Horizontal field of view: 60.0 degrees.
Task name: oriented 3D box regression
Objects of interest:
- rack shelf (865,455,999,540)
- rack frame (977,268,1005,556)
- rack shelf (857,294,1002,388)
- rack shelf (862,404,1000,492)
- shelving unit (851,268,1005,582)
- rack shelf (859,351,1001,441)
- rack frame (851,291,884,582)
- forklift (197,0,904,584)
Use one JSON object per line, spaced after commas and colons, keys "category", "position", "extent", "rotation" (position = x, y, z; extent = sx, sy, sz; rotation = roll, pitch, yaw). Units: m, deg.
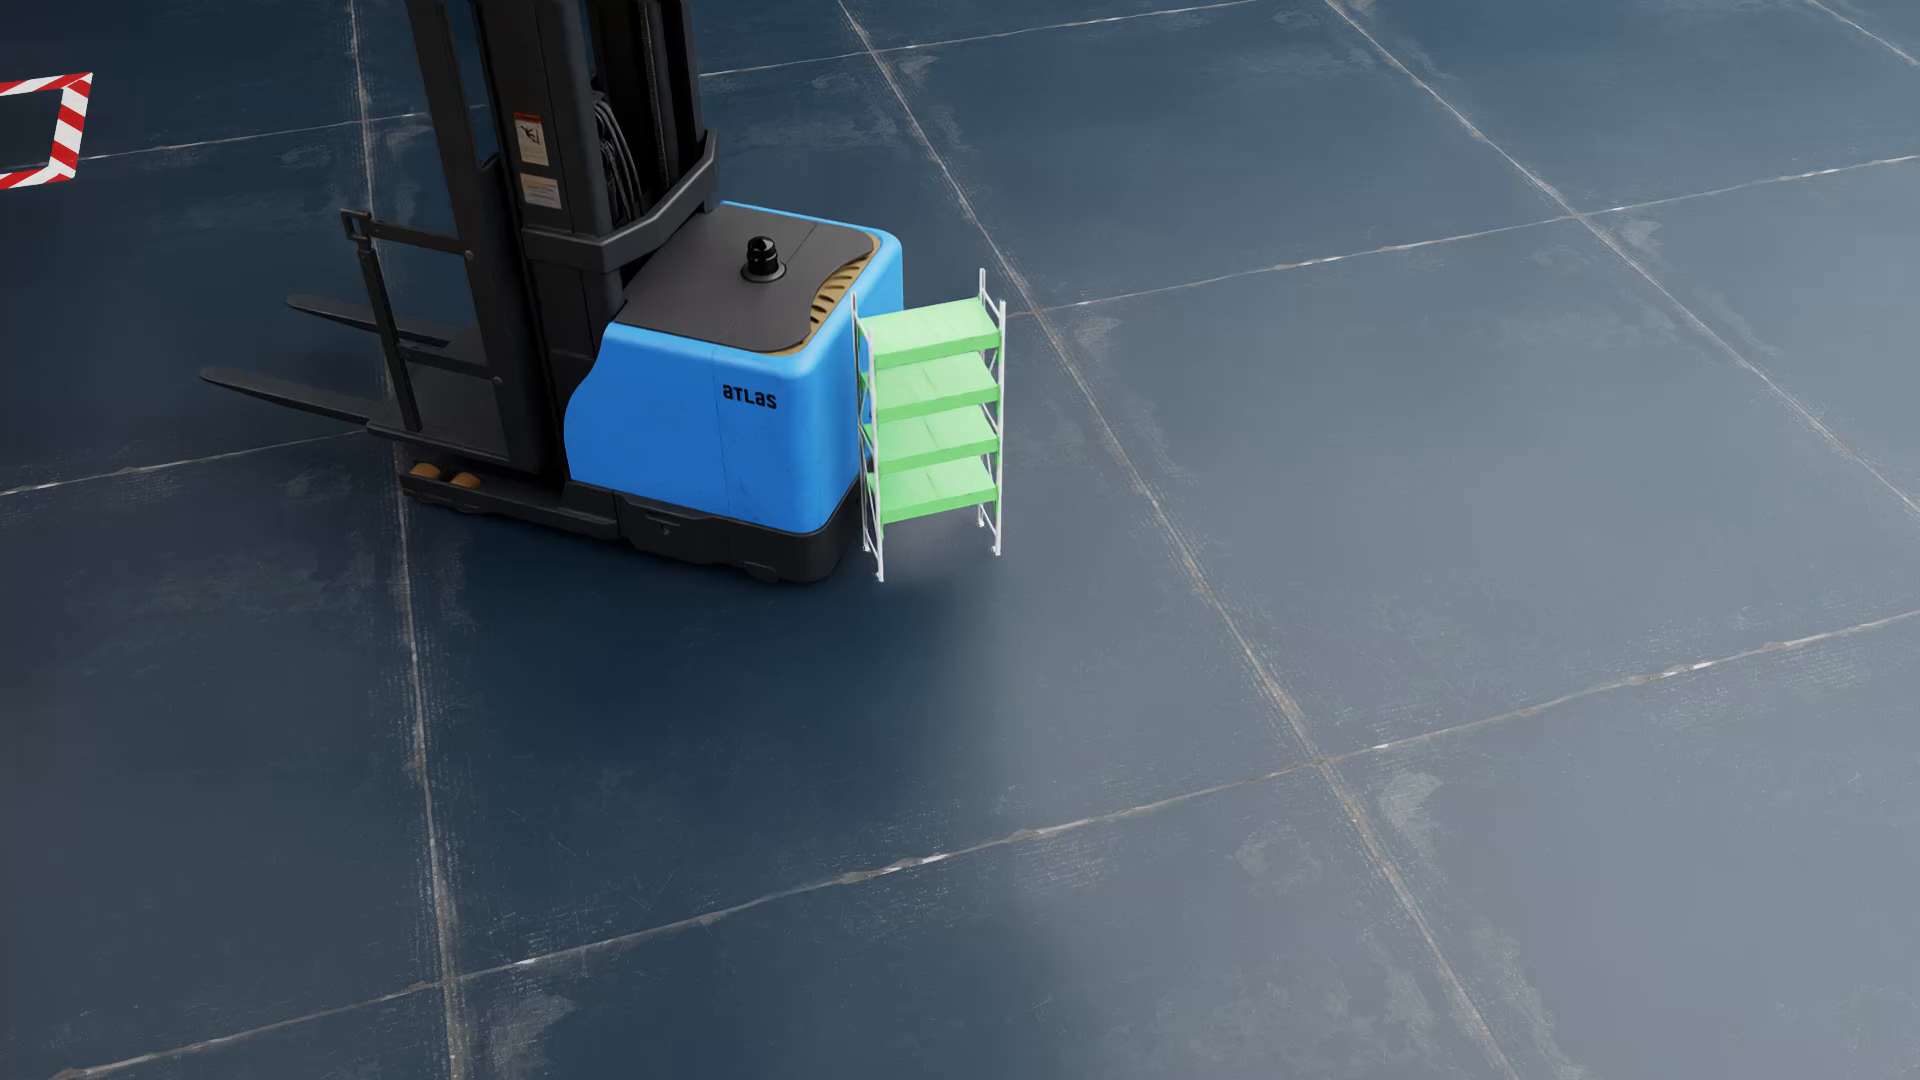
{"category": "rack shelf", "position": [-0.115, -0.183, 6.509], "extent": [0.480, 0.148, 0.258], "rotation": [-12, 43, -14]}
{"category": "rack frame", "position": [0.117, -0.463, 6.367], "extent": [0.015, 1.200, 0.240], "rotation": [-12, 43, -14]}
{"category": "rack shelf", "position": [-0.115, -0.725, 6.036], "extent": [0.480, 0.148, 0.258], "rotation": [-12, 43, -14]}
{"category": "rack shelf", "position": [-0.115, -0.364, 6.351], "extent": [0.480, 0.148, 0.258], "rotation": [-12, 43, -14]}
{"category": "shelving unit", "position": [-0.115, -0.412, 6.309], "extent": [0.503, 1.200, 0.258], "rotation": [-12, 43, -14]}
{"category": "rack shelf", "position": [-0.115, -0.544, 6.193], "extent": [0.480, 0.148, 0.258], "rotation": [-12, 43, -14]}
{"category": "rack frame", "position": [-0.346, -0.361, 6.251], "extent": [0.015, 1.200, 0.240], "rotation": [-12, 43, -14]}
{"category": "forklift", "position": [-1.785, -1.526, 6.269], "extent": [3.031, 2.935, 1.130], "rotation": [13, 43, 15]}
